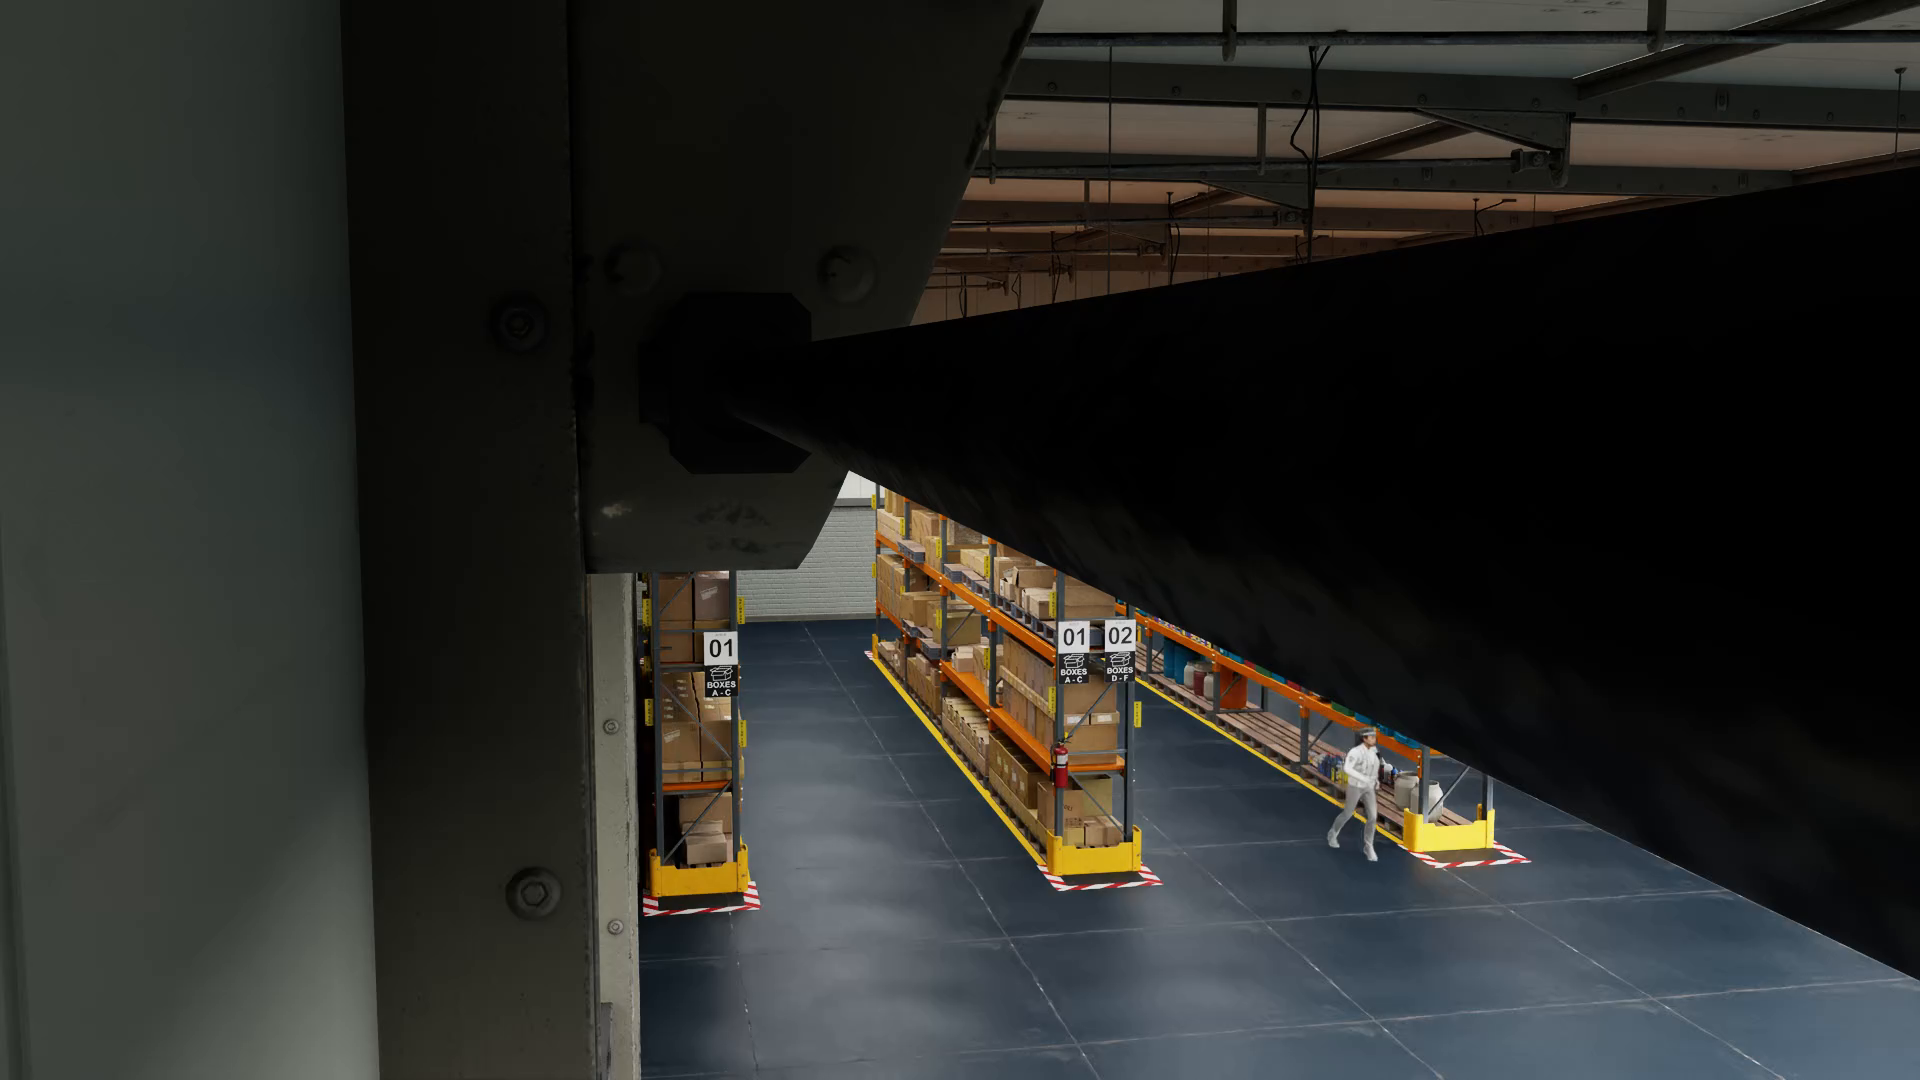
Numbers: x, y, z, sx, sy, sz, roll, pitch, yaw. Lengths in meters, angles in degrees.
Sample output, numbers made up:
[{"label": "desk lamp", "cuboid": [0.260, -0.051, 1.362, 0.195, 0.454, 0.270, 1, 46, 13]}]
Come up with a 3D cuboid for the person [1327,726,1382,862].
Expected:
[{"label": "person", "cuboid": [5.268, 3.274, 21.736, 0.669, 1.728, 0.789, -3, 7, -26]}]
